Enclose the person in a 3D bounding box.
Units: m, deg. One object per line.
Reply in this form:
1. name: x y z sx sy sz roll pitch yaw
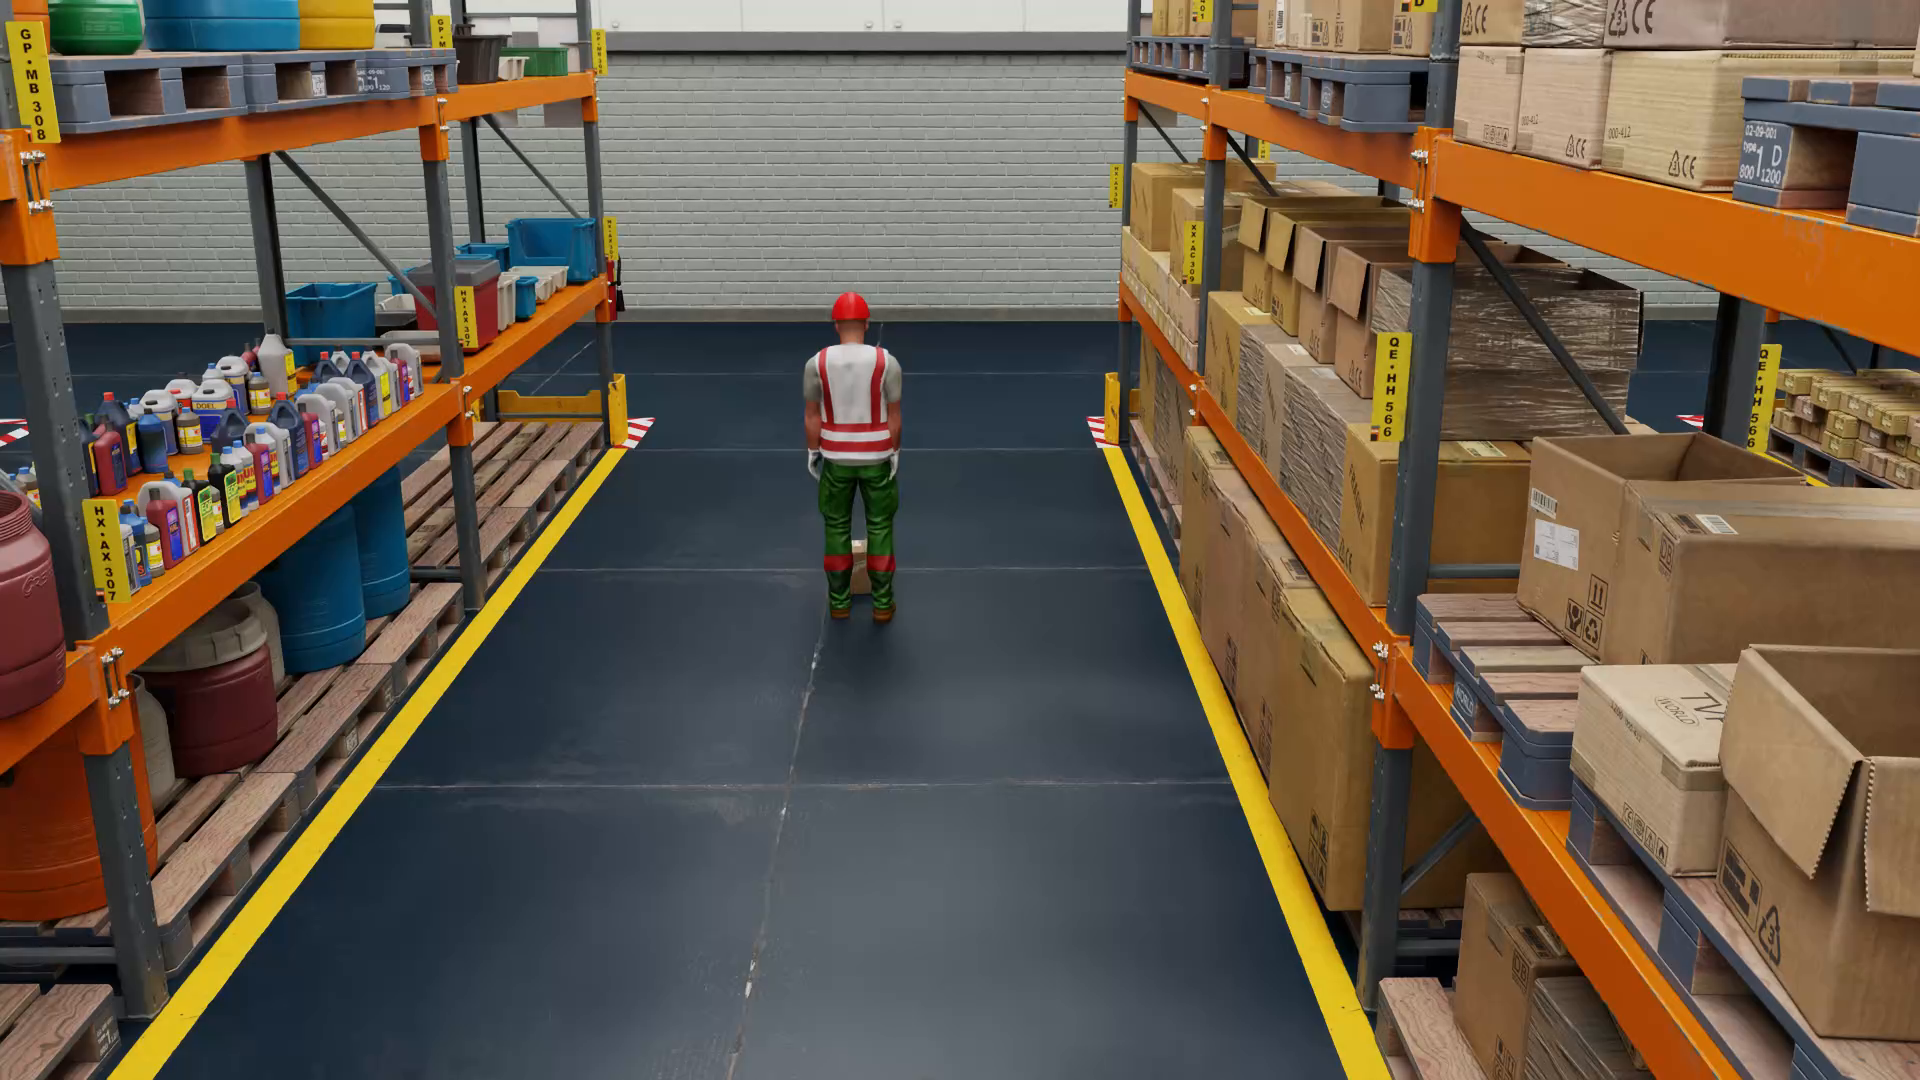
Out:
1. person: -0.569 -0.443 8.974 0.528 1.777 0.351 0 17 0
